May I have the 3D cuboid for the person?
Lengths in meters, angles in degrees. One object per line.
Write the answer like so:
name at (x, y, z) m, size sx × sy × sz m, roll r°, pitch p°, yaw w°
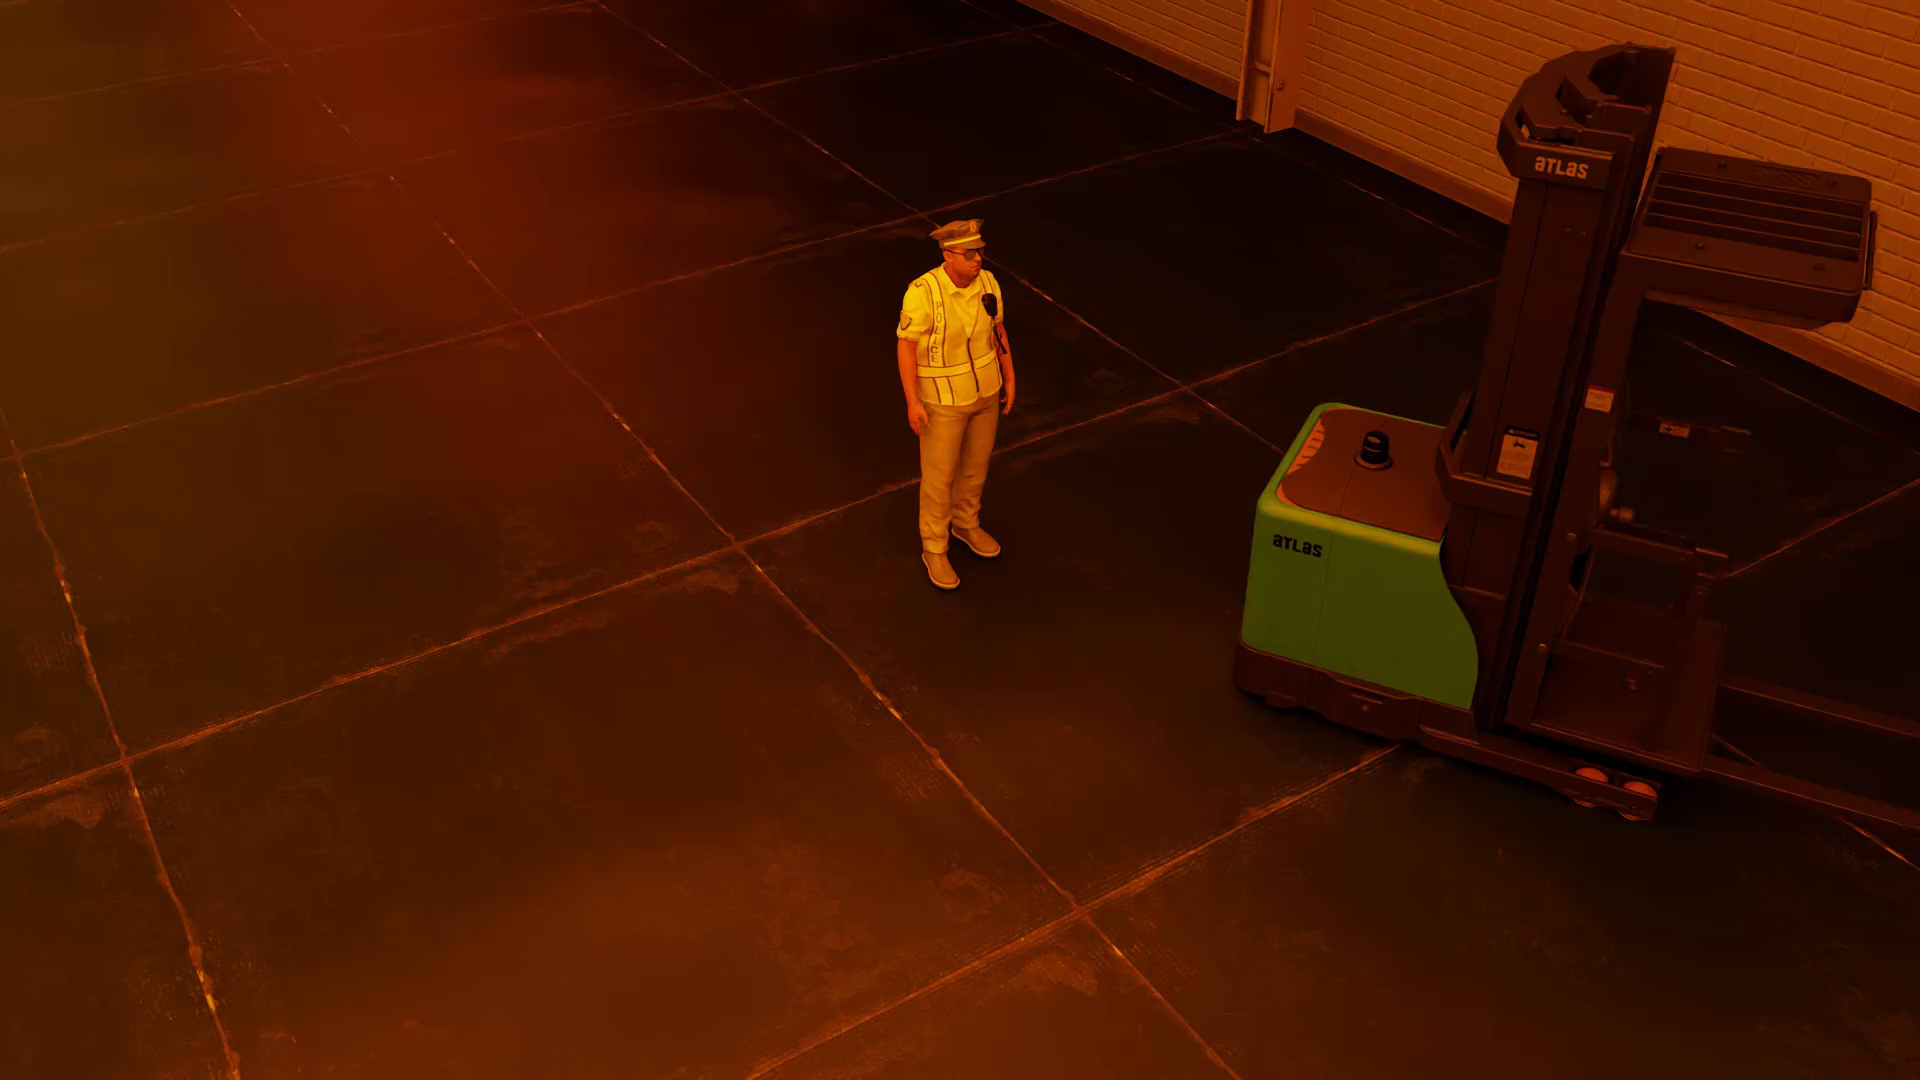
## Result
person at (0.032, -0.694, 8.122) m, size 0.640 × 1.781 × 0.575 m, roll -21°, pitch 40°, yaw -27°

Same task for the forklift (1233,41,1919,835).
forklift at (2.813, -0.365, 6.667) m, size 3.031 × 2.935 × 1.130 m, roll 16°, pitch 38°, yaw 21°
